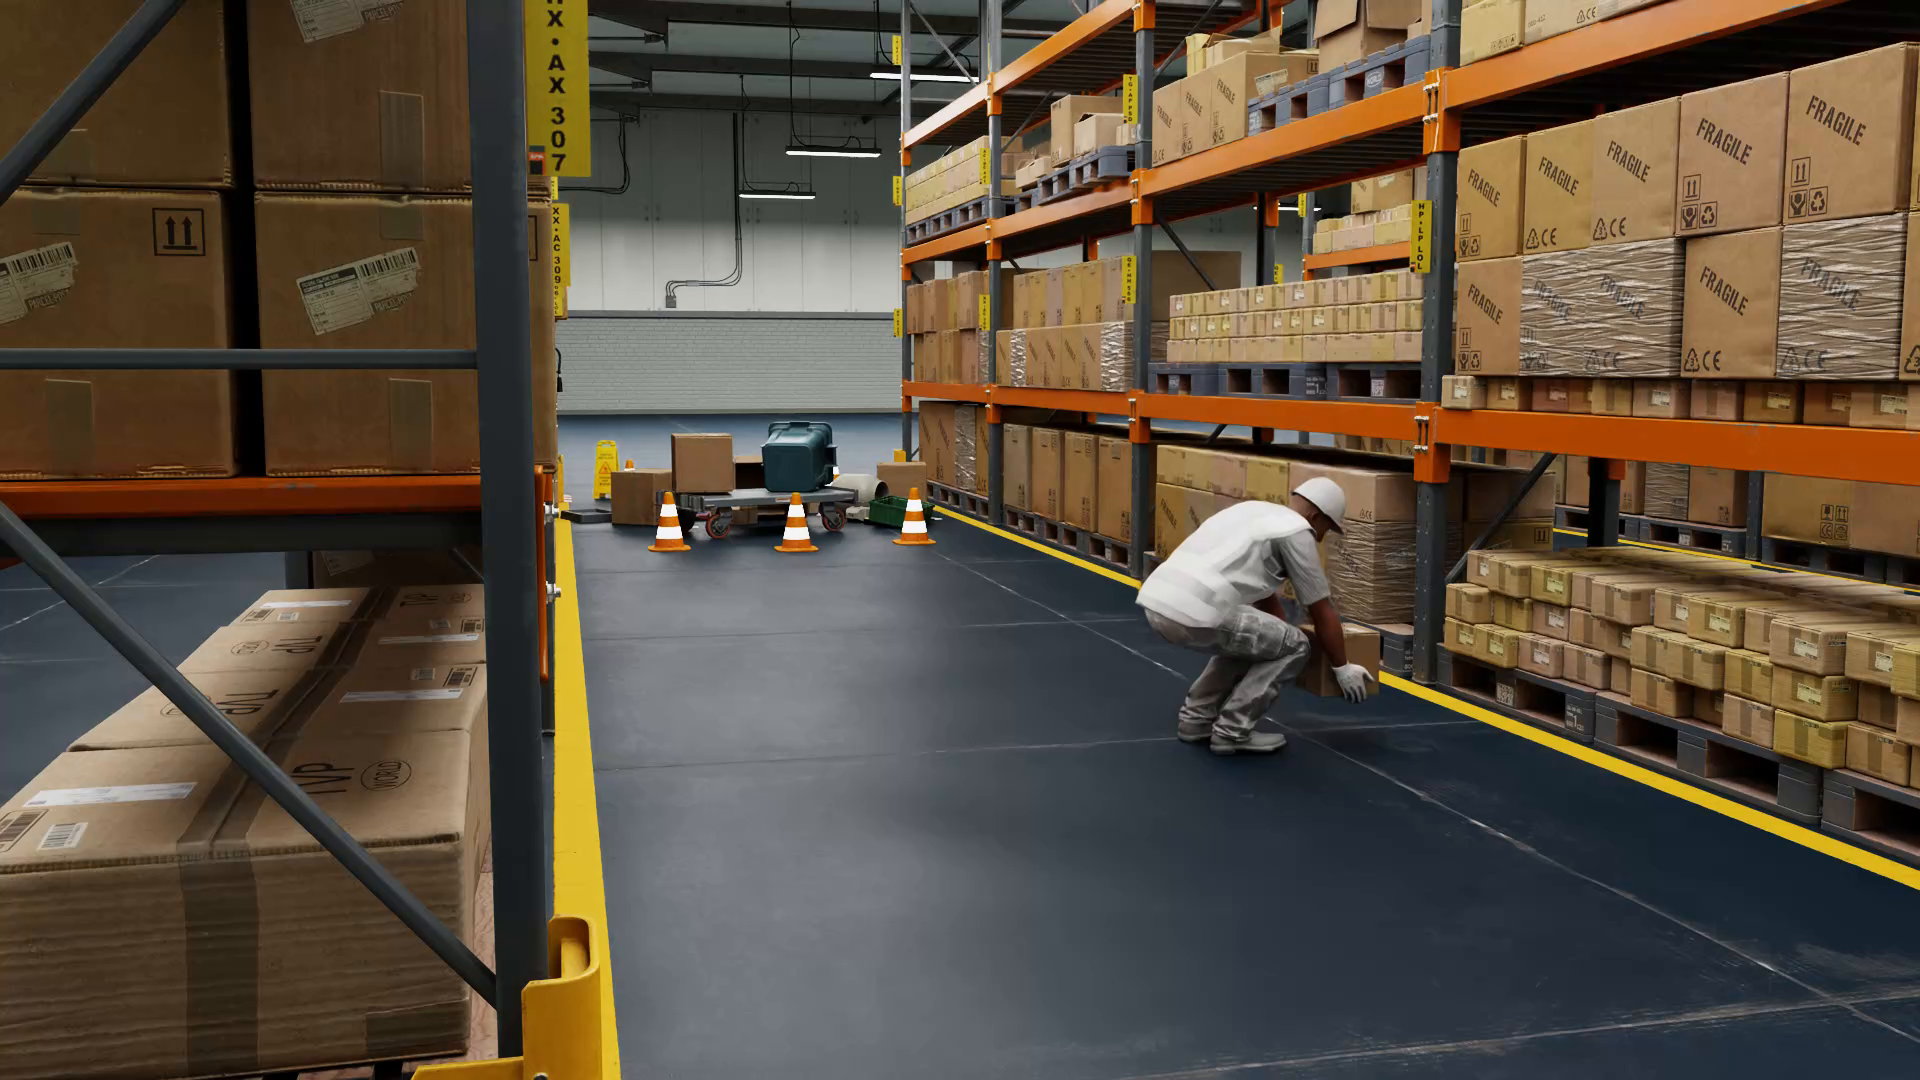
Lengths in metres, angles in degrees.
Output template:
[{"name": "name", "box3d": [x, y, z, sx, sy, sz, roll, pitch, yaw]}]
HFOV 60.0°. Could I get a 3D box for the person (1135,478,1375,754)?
[{"name": "person", "box3d": [1.138, 0.286, 6.596, 0.898, 1.053, 0.575, -2, 6, -14]}]
